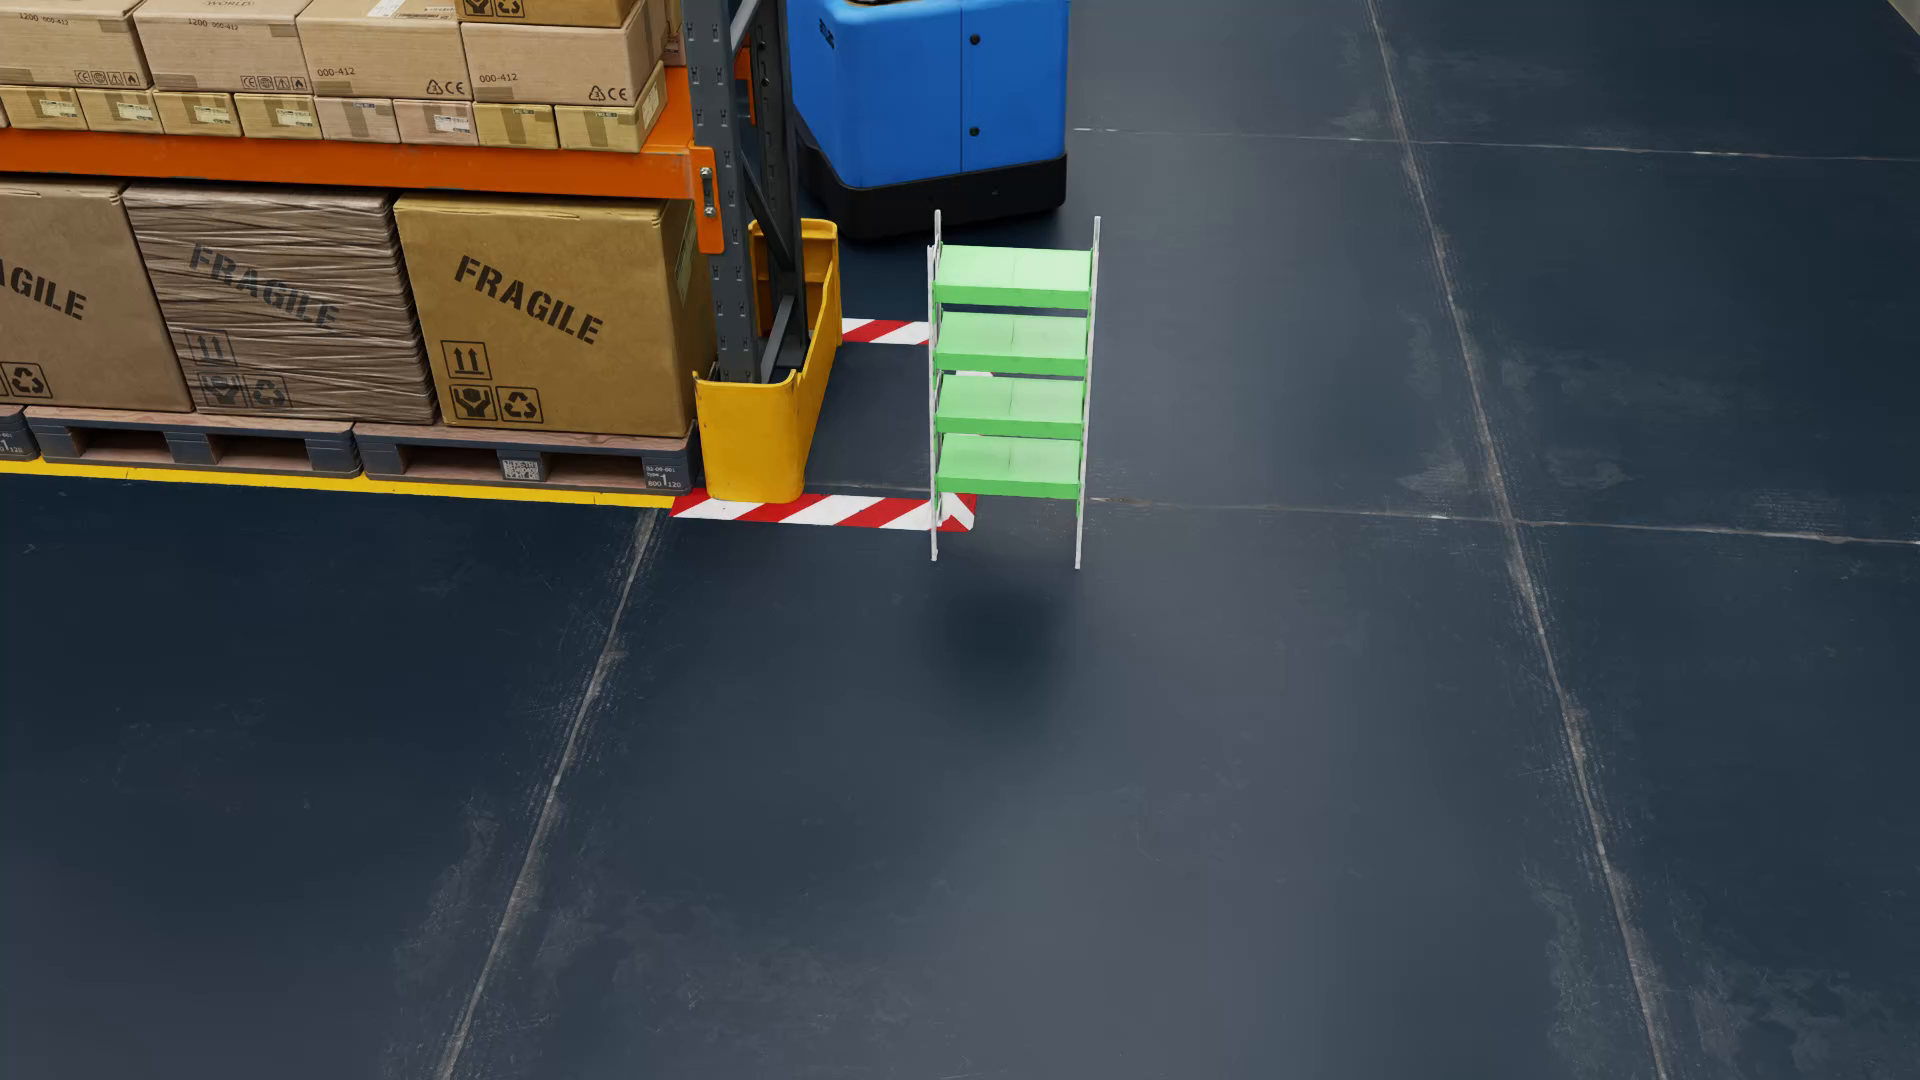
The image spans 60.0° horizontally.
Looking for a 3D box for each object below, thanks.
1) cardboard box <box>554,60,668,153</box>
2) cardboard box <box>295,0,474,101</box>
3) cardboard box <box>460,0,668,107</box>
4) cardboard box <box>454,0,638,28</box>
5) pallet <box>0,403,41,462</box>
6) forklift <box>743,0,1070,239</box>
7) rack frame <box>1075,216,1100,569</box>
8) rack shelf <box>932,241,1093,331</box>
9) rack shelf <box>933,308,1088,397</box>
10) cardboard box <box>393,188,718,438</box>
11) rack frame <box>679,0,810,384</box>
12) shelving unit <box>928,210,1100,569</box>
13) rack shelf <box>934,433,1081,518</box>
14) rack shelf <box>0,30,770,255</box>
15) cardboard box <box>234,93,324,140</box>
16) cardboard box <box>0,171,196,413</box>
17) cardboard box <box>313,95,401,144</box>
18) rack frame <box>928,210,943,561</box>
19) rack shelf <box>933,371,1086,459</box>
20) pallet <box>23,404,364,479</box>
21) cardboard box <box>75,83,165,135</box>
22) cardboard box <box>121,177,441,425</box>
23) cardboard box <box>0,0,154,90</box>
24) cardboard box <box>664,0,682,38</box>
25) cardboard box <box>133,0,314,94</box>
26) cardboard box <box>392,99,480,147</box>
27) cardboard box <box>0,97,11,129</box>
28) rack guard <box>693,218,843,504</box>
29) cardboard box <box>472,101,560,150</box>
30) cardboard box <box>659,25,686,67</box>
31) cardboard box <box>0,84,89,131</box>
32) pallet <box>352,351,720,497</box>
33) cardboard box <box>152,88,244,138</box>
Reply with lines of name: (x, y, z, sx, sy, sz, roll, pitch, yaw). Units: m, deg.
cardboard box: (-1.100, -1.382, 5.270, 0.250, 0.149, 0.380, 4, 39, 5)
cardboard box: (-1.728, -1.611, 5.237, 0.500, 0.250, 0.500, 2, 39, 3)
cardboard box: (-1.222, -1.583, 5.202, 0.500, 0.250, 0.500, 3, 39, 3)
cardboard box: (-1.225, -1.876, 4.968, 0.500, 0.500, 0.500, 4, 39, 4)
pallet: (-3.951, -0.712, 6.458, 1.213, 0.211, 1.003, 3, 39, 4)
forklift: (-0.480, -3.384, 7.585, 1.130, 2.935, 3.031, -12, 41, -15)
rack frame: (0.408, -0.443, 5.344, 0.015, 1.200, 0.240, 3, 39, 4)
rack shelf: (0.165, -0.779, 5.097, 0.480, 0.148, 0.258, 3, 39, 4)
rack shelf: (0.165, -0.593, 5.249, 0.480, 0.148, 0.258, 3, 39, 4)
cardboard box: (-1.361, -0.990, 5.941, 0.875, 0.875, 0.875, 3, 39, 4)
rack frame: (-0.717, -1.667, 5.421, 0.127, 3.000, 1.000, 3, 39, 4)
shelving unit: (0.165, -0.456, 5.360, 0.503, 1.200, 0.258, 3, 39, 4)
rack shelf: (0.165, -0.221, 5.552, 0.480, 0.148, 0.258, 3, 39, 4)
rack shelf: (-2.709, -1.497, 5.782, 4.000, 0.370, 1.077, 3, 39, 4)
cardboard box: (-2.118, -1.436, 5.337, 0.250, 0.149, 0.380, 2, 39, 3)
cardboard box: (-3.154, -1.088, 6.061, 0.875, 0.875, 0.875, 3, 39, 4)
cardboard box: (-1.859, -1.423, 5.321, 0.250, 0.149, 0.380, 4, 39, 5)
rack frame: (-0.078, -0.470, 5.376, 0.015, 1.200, 0.240, 3, 39, 4)
rack shelf: (0.165, -0.407, 5.400, 0.480, 0.148, 0.258, 3, 39, 4)
pallet: (-2.732, -0.648, 6.378, 1.213, 0.211, 1.003, 3, 39, 4)
cardboard box: (-2.623, -1.465, 5.373, 0.250, 0.149, 0.380, 4, 39, 5)
cardboard box: (-2.268, -1.040, 6.001, 0.875, 0.875, 0.875, 3, 39, 4)
cardboard box: (-2.754, -1.665, 5.302, 0.500, 0.250, 0.500, 3, 39, 4)
cardboard box: (-1.172, -1.920, 5.616, 0.500, 0.250, 0.500, 2, 39, 3)
cardboard box: (-2.235, -1.639, 5.271, 0.500, 0.250, 0.500, 2, 39, 2)
cardboard box: (-1.610, -1.409, 5.304, 0.250, 0.149, 0.380, 3, 39, 4)
cardboard box: (-3.144, -1.492, 5.405, 0.250, 0.149, 0.380, 4, 39, 4)
rack guard: (-0.693, -0.696, 6.209, 0.348, 0.500, 1.175, 3, 39, 4)
cardboard box: (-1.359, -1.395, 5.286, 0.250, 0.149, 0.380, 4, 39, 4)
cardboard box: (-1.042, -1.796, 5.779, 0.250, 0.149, 0.380, 4, 39, 4)
cardboard box: (-2.883, -1.478, 5.389, 0.250, 0.149, 0.380, 2, 39, 3)
pallet: (-1.520, -0.579, 6.295, 1.213, 0.211, 1.003, 3, 39, 4)
cardboard box: (-2.376, -1.450, 5.354, 0.250, 0.149, 0.380, 3, 39, 4)
